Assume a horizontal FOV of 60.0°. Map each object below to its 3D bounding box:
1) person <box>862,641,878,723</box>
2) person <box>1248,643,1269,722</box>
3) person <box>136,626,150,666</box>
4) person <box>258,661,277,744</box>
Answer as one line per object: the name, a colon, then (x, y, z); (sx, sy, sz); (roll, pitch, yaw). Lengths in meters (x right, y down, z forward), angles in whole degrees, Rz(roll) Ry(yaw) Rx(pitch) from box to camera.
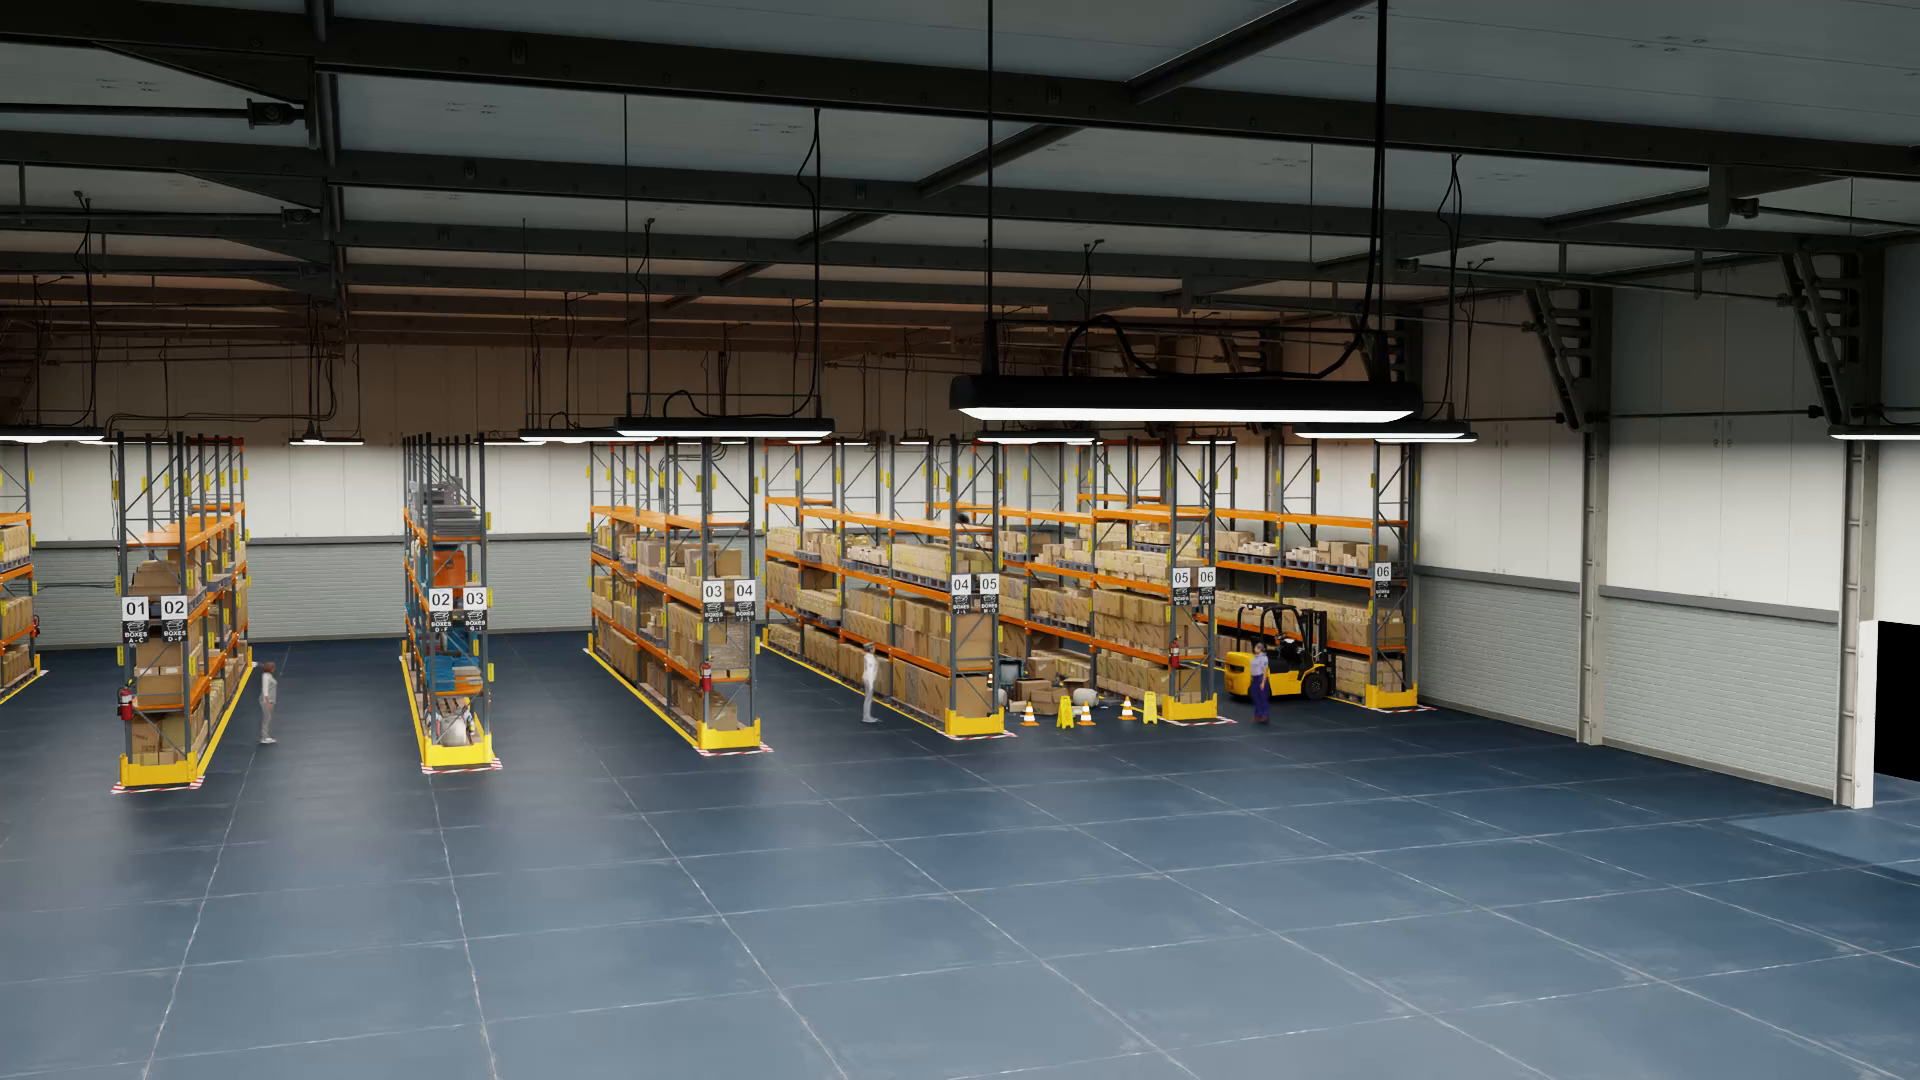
person: (-1.876, 2.957, 34.709); (0.327, 1.695, 0.576); (-1, 3, -12)
person: (6.264, 2.982, 34.762); (0.384, 1.677, 0.543); (-1, 3, -25)
person: (-20.192, 2.574, 41.214); (0.509, 1.828, 0.593); (1, 3, 16)
person: (-13.404, 3.141, 32.182); (0.374, 1.601, 0.467); (0, 3, -5)
